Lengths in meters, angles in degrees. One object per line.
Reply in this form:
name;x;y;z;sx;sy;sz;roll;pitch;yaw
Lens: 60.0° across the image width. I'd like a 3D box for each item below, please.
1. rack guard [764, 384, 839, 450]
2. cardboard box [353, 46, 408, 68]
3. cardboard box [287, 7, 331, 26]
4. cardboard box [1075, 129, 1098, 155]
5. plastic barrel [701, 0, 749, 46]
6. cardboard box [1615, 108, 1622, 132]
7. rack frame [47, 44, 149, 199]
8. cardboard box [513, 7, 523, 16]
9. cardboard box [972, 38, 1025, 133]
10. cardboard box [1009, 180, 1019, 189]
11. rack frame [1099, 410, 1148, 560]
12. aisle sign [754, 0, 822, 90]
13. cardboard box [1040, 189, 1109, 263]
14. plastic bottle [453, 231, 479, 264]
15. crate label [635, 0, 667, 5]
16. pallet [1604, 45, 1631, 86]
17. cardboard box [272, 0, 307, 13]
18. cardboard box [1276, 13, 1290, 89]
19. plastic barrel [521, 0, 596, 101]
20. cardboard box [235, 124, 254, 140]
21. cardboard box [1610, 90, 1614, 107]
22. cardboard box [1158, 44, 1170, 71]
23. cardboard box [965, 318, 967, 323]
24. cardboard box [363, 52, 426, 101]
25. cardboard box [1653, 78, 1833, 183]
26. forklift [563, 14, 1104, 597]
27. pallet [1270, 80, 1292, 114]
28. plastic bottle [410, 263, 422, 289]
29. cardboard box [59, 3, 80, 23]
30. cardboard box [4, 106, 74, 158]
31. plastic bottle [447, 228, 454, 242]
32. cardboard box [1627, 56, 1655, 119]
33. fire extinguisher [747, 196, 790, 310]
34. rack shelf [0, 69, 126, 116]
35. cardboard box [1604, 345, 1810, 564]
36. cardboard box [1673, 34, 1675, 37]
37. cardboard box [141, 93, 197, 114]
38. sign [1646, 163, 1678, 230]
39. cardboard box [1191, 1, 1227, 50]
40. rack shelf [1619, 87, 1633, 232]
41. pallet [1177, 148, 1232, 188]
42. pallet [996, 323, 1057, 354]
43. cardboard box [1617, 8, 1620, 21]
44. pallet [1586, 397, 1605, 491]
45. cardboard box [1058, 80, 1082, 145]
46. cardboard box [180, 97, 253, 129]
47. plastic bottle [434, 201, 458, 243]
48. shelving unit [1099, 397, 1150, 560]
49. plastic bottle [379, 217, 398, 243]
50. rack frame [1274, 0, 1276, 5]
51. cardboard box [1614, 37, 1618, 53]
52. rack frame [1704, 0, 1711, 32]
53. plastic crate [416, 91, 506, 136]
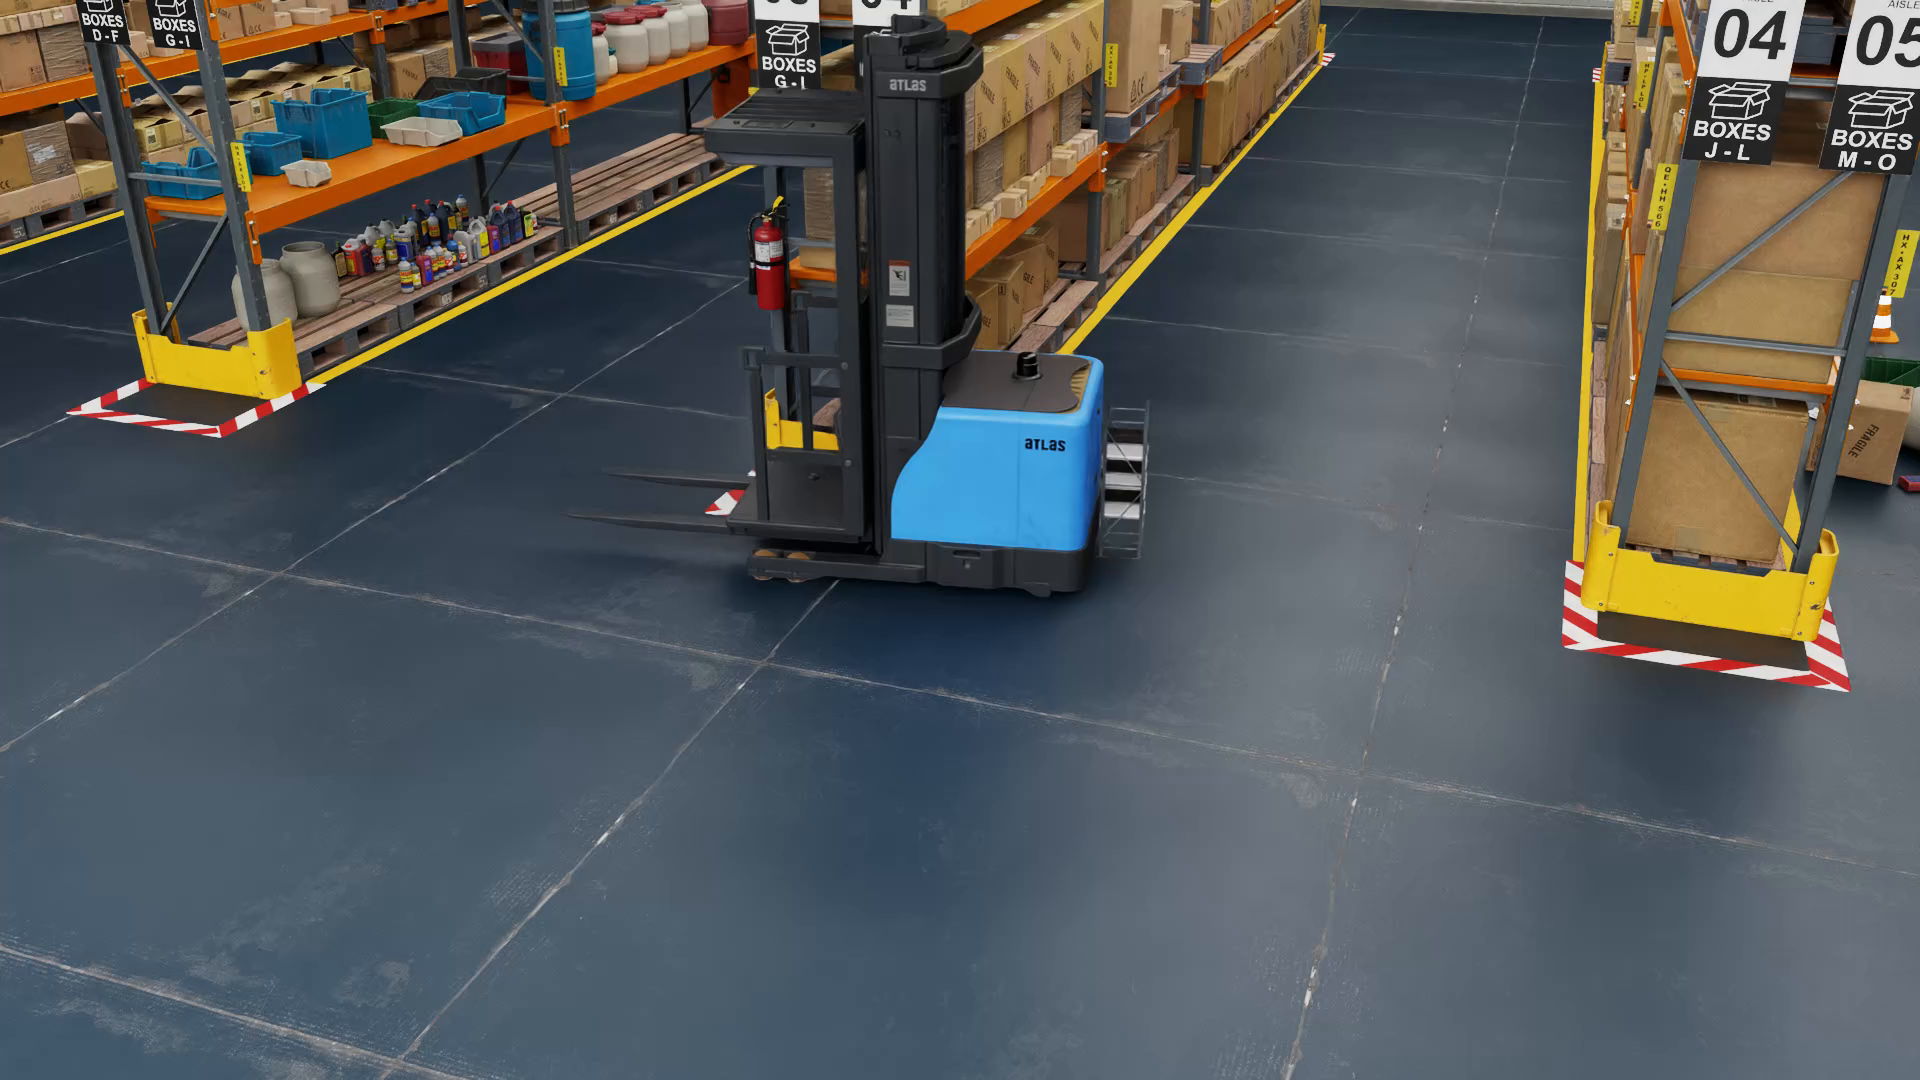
rack guard;-0.645;-0.645;10.509;1.175;0.500;0.348;9;27;17
cardboard box;-7.259;-5.956;20.973;0.500;0.500;0.500;10;28;19
cardboard box;-7.388;-5.942;18.869;0.380;0.149;0.250;9;27;17
cardboard box;0.866;-3.139;13.079;0.380;0.149;0.250;9;27;17
plastic barrel;-2.548;-5.572;17.659;0.600;0.536;0.708;9;27;17
cardboard box;6.616;-3.987;16.068;0.500;0.250;0.500;8;27;16
rack frame;-8.680;-4.821;16.265;1.000;3.000;0.127;9;27;17
cardboard box;-6.096;-7.457;24.073;0.500;0.500;0.500;9;27;17
cardboard box;0.108;-2.965;10.828;0.500;0.500;0.500;9;27;17
cardboard box;0.198;-2.433;11.621;0.380;0.149;0.250;9;27;17
rack frame;0.916;-0.301;9.340;0.240;0.900;0.006;4;26;8
aisle sign;-0.974;-2.927;9.371;0.394;0.787;0.004;9;27;17
cardboard box;0.885;-2.705;14.259;0.700;0.500;0.500;7;27;13
plastic bottle;-4.182;-2.489;14.070;0.152;0.276;0.135;9;27;18
crate label;-3.265;-5.392;17.404;0.502;0.435;0.616;9;27;17
pallet;6.772;-4.488;15.797;1.213;0.211;1.003;9;27;17
cardboard box;-7.829;-6.085;18.979;0.500;0.311;0.500;8;27;17
cardboard box;3.618;-6.163;20.993;0.875;0.875;0.875;9;27;17
plastic barrel;-3.596;-4.442;14.907;0.600;0.901;0.708;9;27;17
cardboard box;-7.971;-4.326;17.915;0.500;0.250;0.500;8;27;16
cardboard box;7.771;-5.125;19.341;0.380;0.149;0.250;9;27;18
cardboard box;1.691;-4.431;15.132;0.396;0.266;0.258;8;27;16
cardboard box;-0.280;-1.308;11.396;0.500;0.500;0.500;17;30;31
cardboard box;-6.928;-5.684;20.410;0.500;0.500;0.500;10;28;20
cardboard box;4.597;-2.365;9.782;0.875;0.550;0.500;9;27;17
forklift;-0.736;-1.301;9.073;3.031;2.935;1.130;4;26;9
pallet;3.650;-5.717;21.315;1.003;0.211;1.213;9;27;17
plastic bottle;-4.410;-2.138;13.431;0.097;0.201;0.097;0;26;0
cardboard box;-8.568;-5.015;15.807;0.380;0.149;0.250;9;27;17
cardboard box;-9.129;-3.965;16.310;0.500;0.500;0.500;9;27;17
plastic bottle;-4.282;-2.508;14.099;0.061;0.283;0.133;9;27;17
cardboard box;5.897;-3.749;13.937;0.500;0.500;0.500;9;27;17
fire extinguisher;-1.143;-1.724;9.958;0.296;0.674;0.183;9;27;17
rack shelf;-9.345;-3.675;14.725;1.077;0.370;4.000;9;27;17
cardboard box;4.136;-0.499;9.296;0.875;0.875;0.875;9;27;18
cardboard box;5.633;-3.534;12.344;0.700;0.500;0.500;8;27;17
cardboard box;-8.480;-4.652;17.947;0.500;0.311;0.500;9;27;17
sign;3.466;-1.691;8.199;0.100;0.325;0.005;9;27;17
cardboard box;2.410;-5.232;16.999;0.500;0.500;0.500;10;27;19
rack shelf;5.970;-3.120;13.578;1.077;0.370;4.000;9;27;17
pallet;2.325;-4.085;17.944;1.003;0.211;1.213;9;27;17
pallet;0.066;-1.344;12.283;1.003;0.211;1.213;9;27;17
cardboard box;6.711;-5.168;16.447;0.380;0.149;0.250;9;27;17
pallet;4.573;-0.563;10.671;1.003;0.211;1.213;9;27;17
cardboard box;0.453;-3.386;12.845;0.875;0.500;0.500;9;27;17
cardboard box;-7.965;-4.577;17.790;0.500;0.311;0.500;8;27;16
plastic bottle;-4.534;-2.815;14.656;0.144;0.351;0.185;9;27;17
shelving unit;0.931;-0.345;9.430;0.258;0.900;0.210;4;26;8
plastic bottle;-4.874;-2.583;14.178;0.144;0.351;0.185;9;27;17
rack frame;3.323;-6.671;20.085;1.000;3.000;0.127;9;27;17
cardboard box;6.450;-4.713;15.849;0.380;0.149;0.250;9;27;17
rack frame;3.973;-3.679;7.021;1.000;3.000;0.127;9;27;17
plastic crate;-4.122;-3.540;13.790;0.499;0.251;0.616;9;27;17
